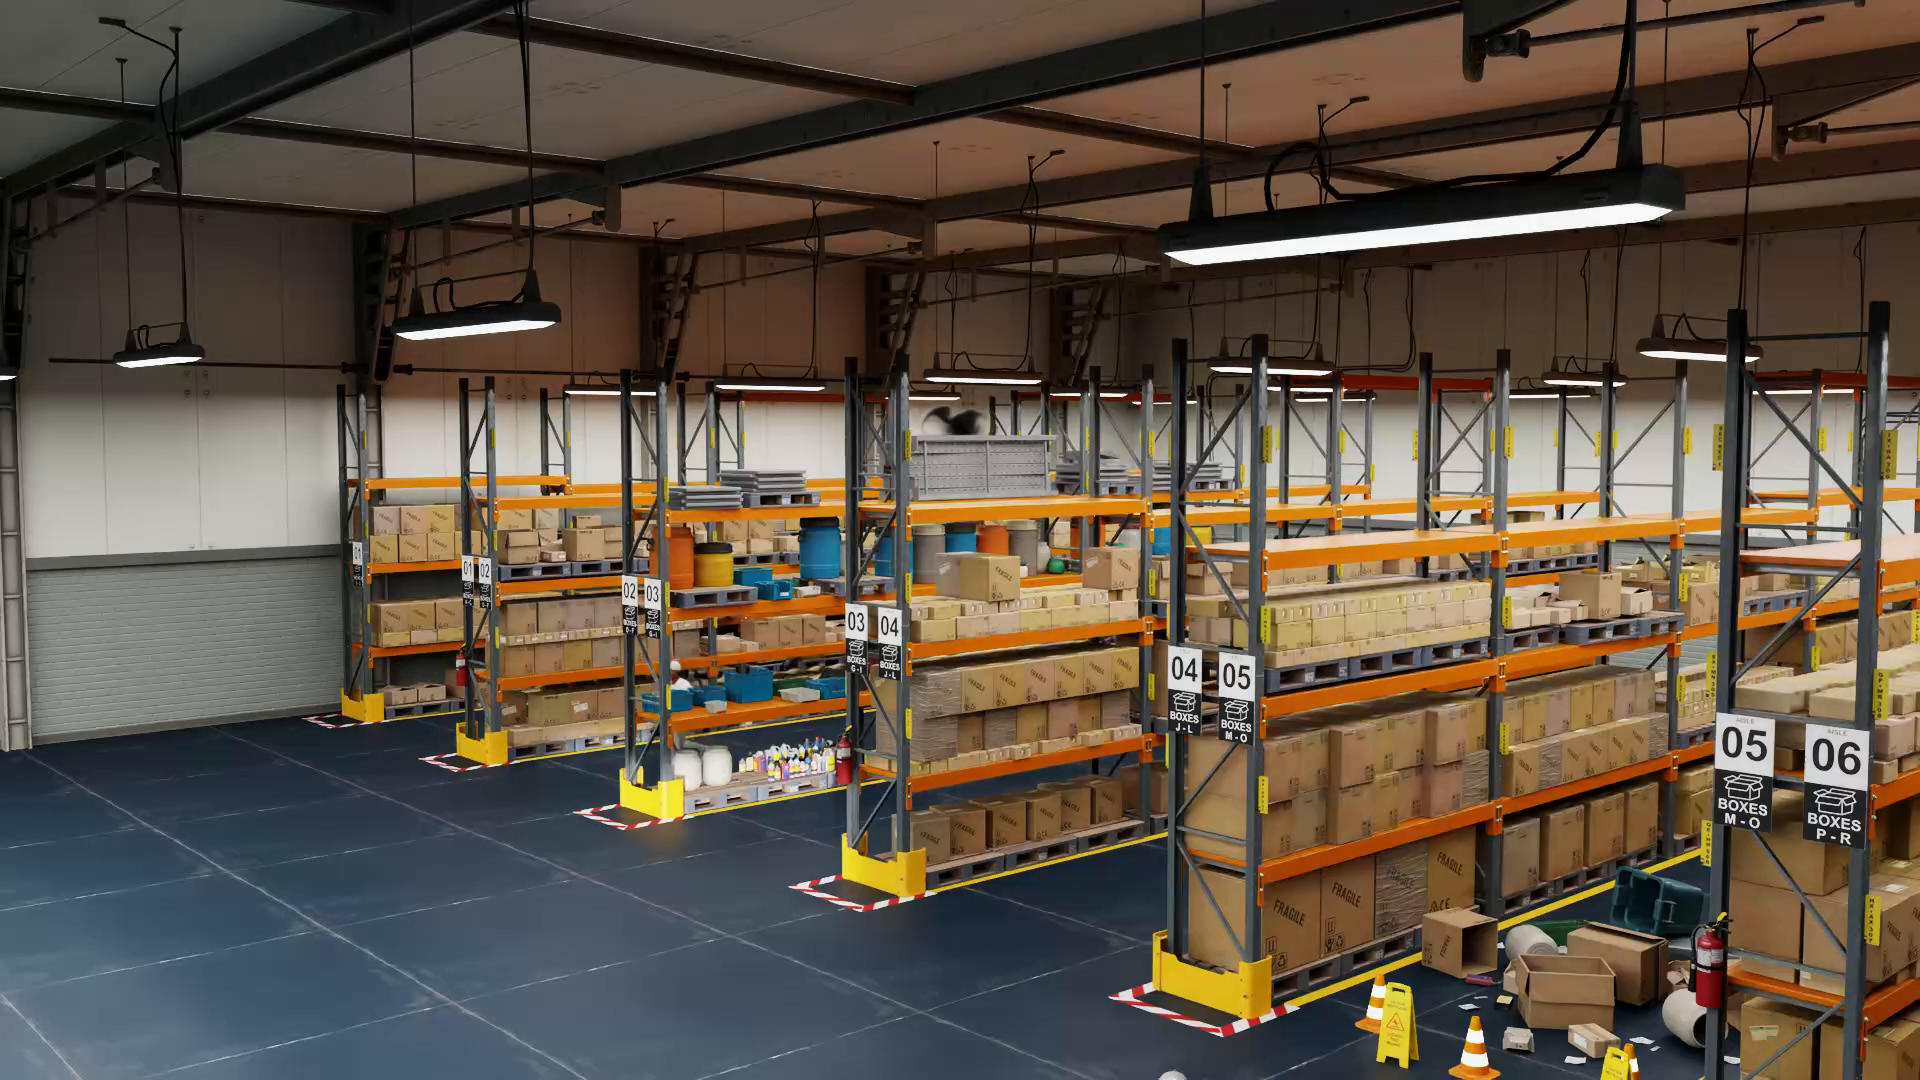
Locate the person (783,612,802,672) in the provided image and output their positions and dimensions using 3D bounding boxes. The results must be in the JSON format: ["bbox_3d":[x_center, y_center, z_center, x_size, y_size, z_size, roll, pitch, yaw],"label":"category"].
[{"bbox_3d":[-3.247,2.216,32.367,0.655,1.633,0.547,-3,5,-37],"label":"person"}]

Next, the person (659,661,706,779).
[{"bbox_3d":[-4.201,2.668,24.967,0.679,1.747,0.846,3,5,38],"label":"person"}]

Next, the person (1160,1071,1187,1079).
[{"bbox_3d":[1.179,3.760,9.462,0.592,1.592,0.664,0,4,2],"label":"person"}]
